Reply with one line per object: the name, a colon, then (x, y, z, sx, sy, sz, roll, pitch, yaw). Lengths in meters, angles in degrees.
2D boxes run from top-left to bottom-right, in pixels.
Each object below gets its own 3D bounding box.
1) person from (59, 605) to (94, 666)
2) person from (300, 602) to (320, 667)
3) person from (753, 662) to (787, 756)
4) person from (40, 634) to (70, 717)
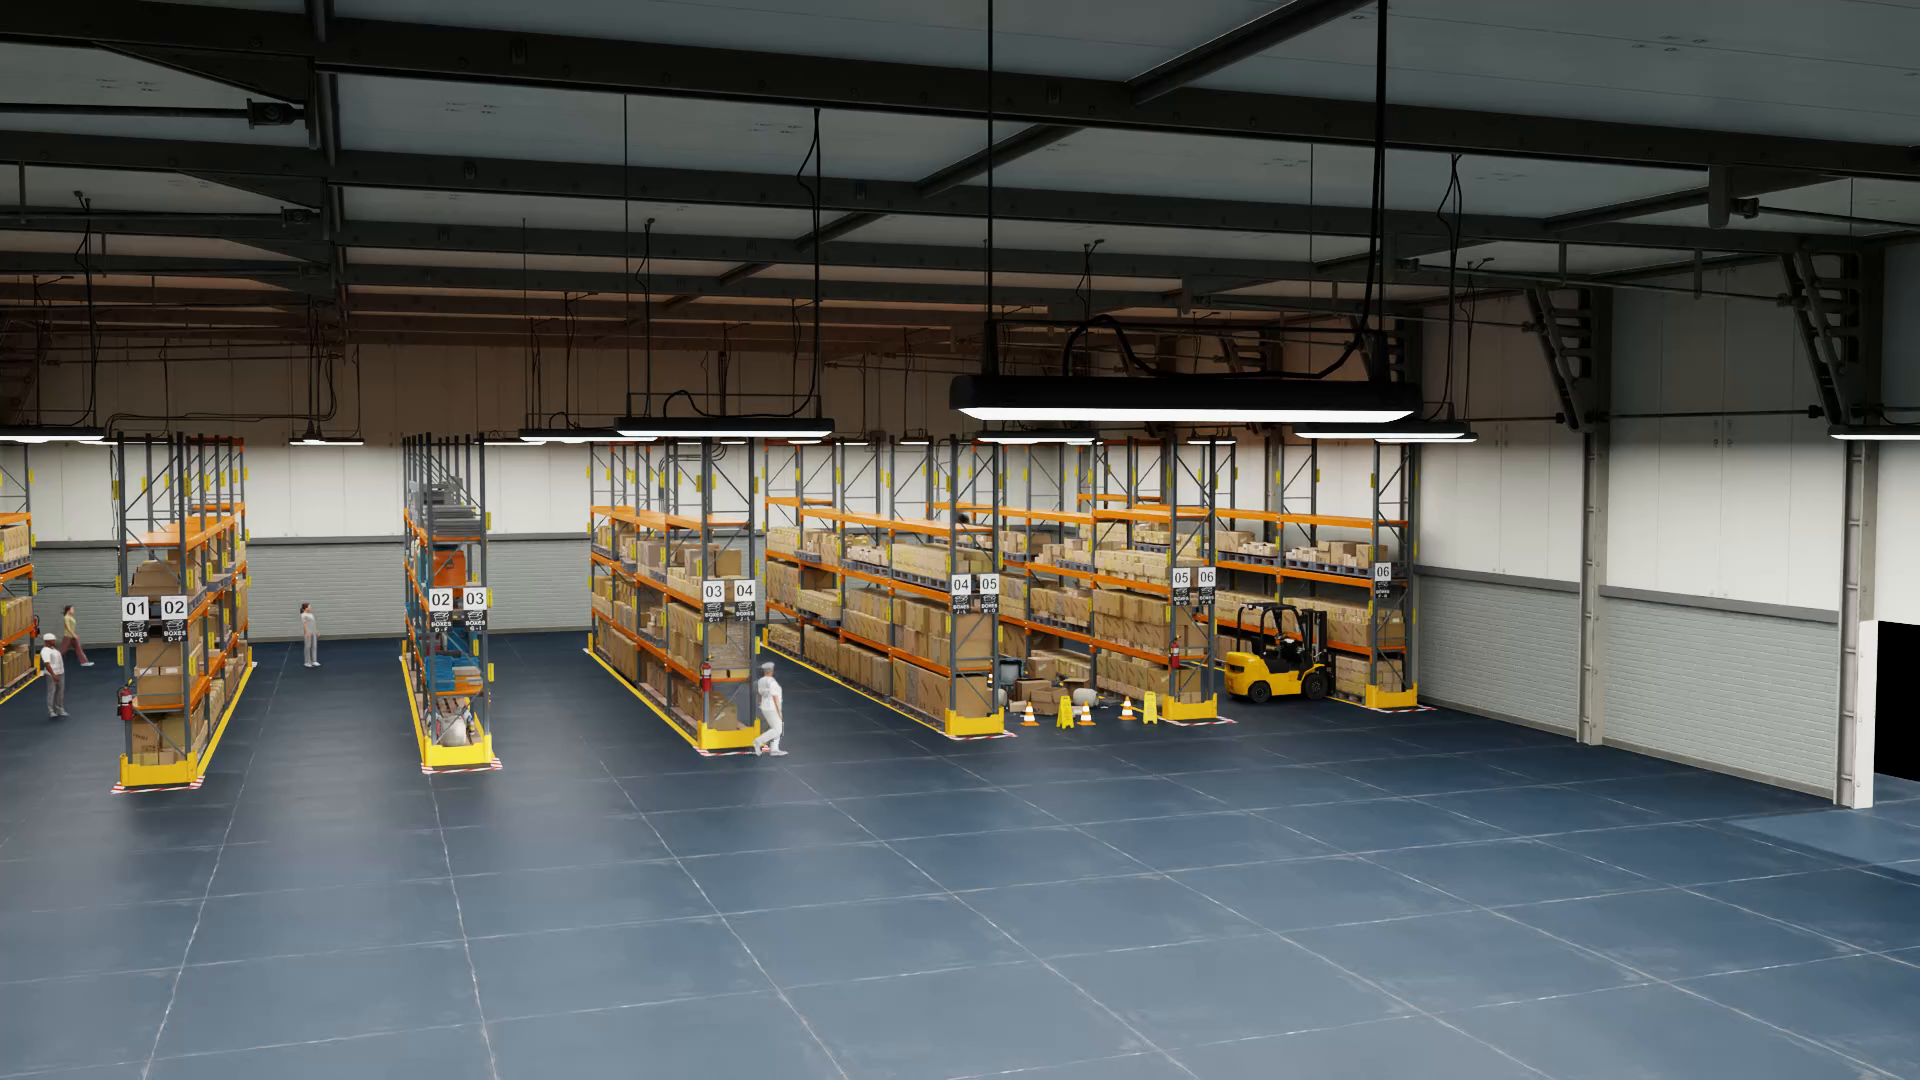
person: (-23.106, 2.500, 43.240, 1.009, 1.617, 0.482, -1, 3, -21)
person: (-17.100, 2.484, 43.792, 0.478, 1.698, 0.495, 1, 3, 20)
person: (-3.529, 3.131, 30.798, 0.649, 1.738, 0.563, -1, 3, -10)
person: (-19.276, 2.885, 35.431, 0.582, 1.801, 0.649, 1, 3, 12)
